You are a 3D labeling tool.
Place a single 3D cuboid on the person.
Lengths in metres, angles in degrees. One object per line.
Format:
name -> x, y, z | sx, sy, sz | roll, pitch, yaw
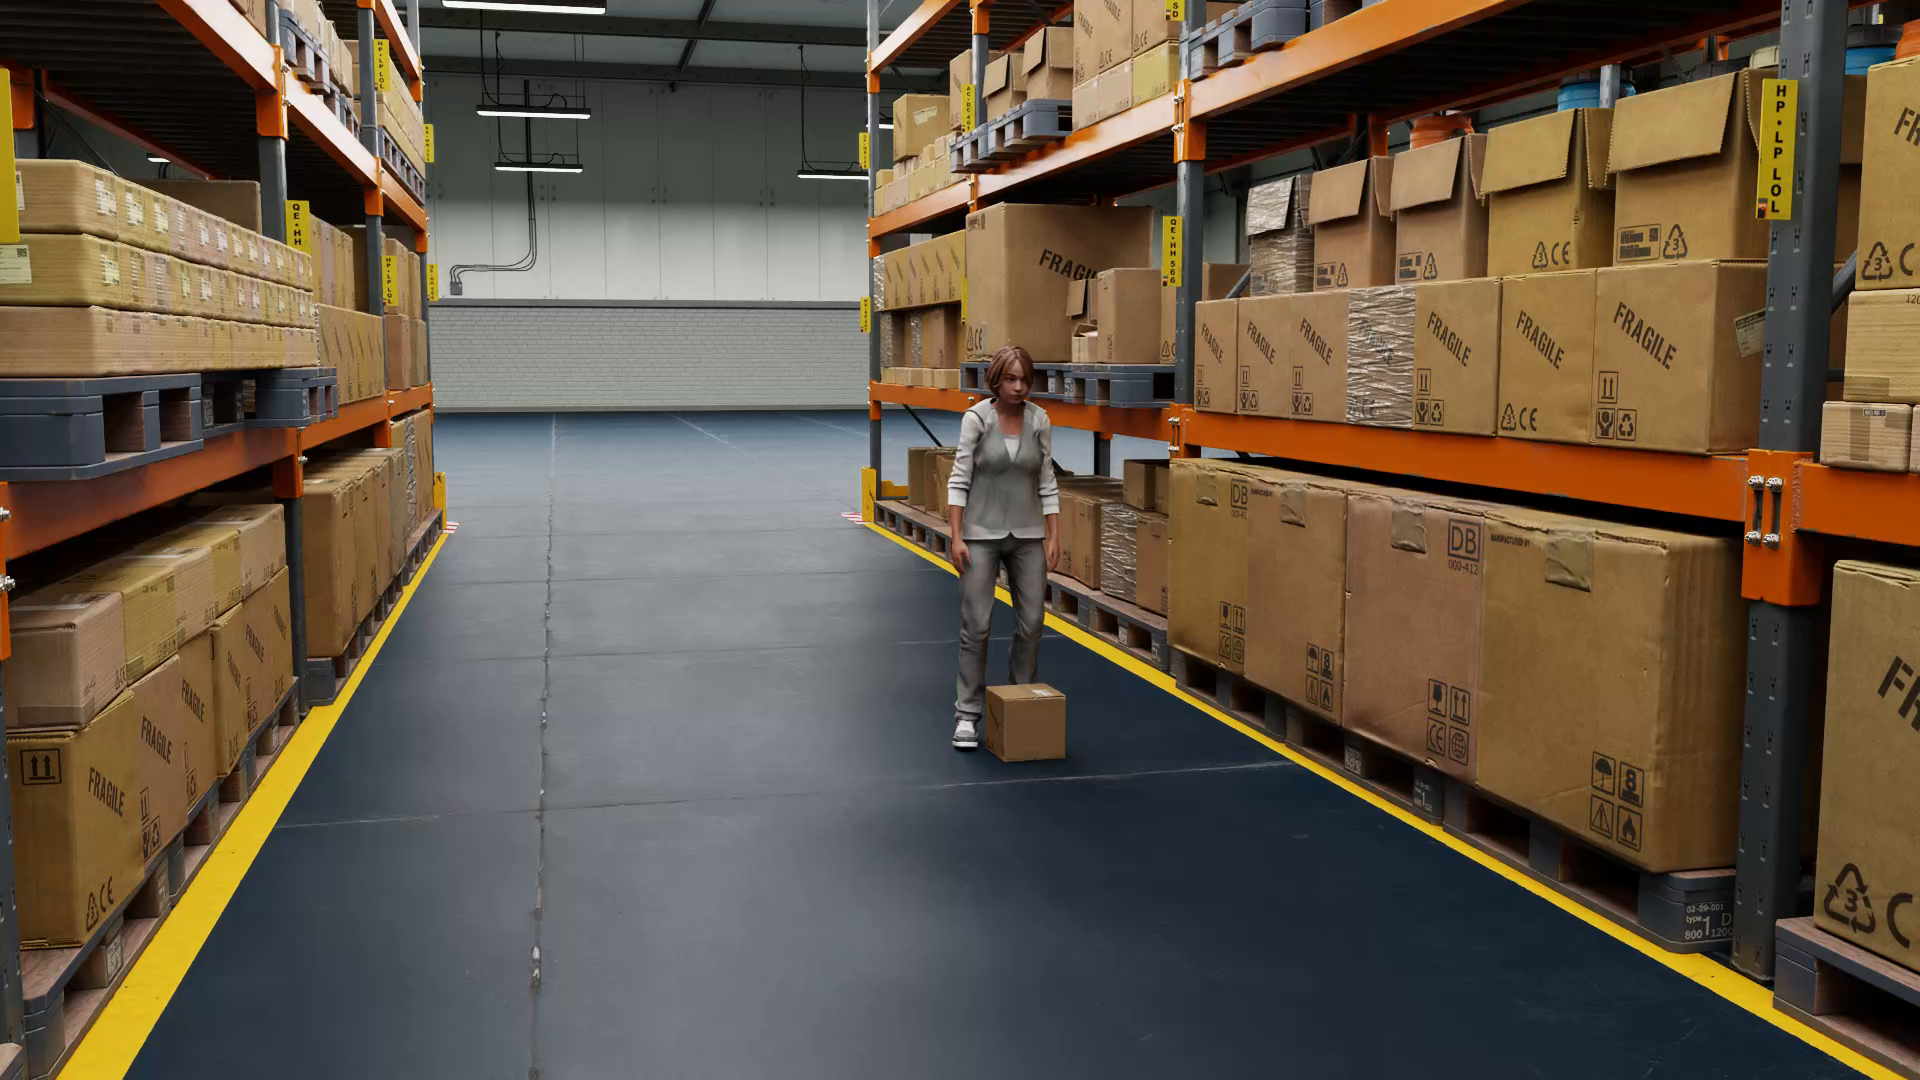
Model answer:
person -> 0.177, 0.023, 6.675 | 0.462, 1.592, 0.343 | -2, 7, -13
